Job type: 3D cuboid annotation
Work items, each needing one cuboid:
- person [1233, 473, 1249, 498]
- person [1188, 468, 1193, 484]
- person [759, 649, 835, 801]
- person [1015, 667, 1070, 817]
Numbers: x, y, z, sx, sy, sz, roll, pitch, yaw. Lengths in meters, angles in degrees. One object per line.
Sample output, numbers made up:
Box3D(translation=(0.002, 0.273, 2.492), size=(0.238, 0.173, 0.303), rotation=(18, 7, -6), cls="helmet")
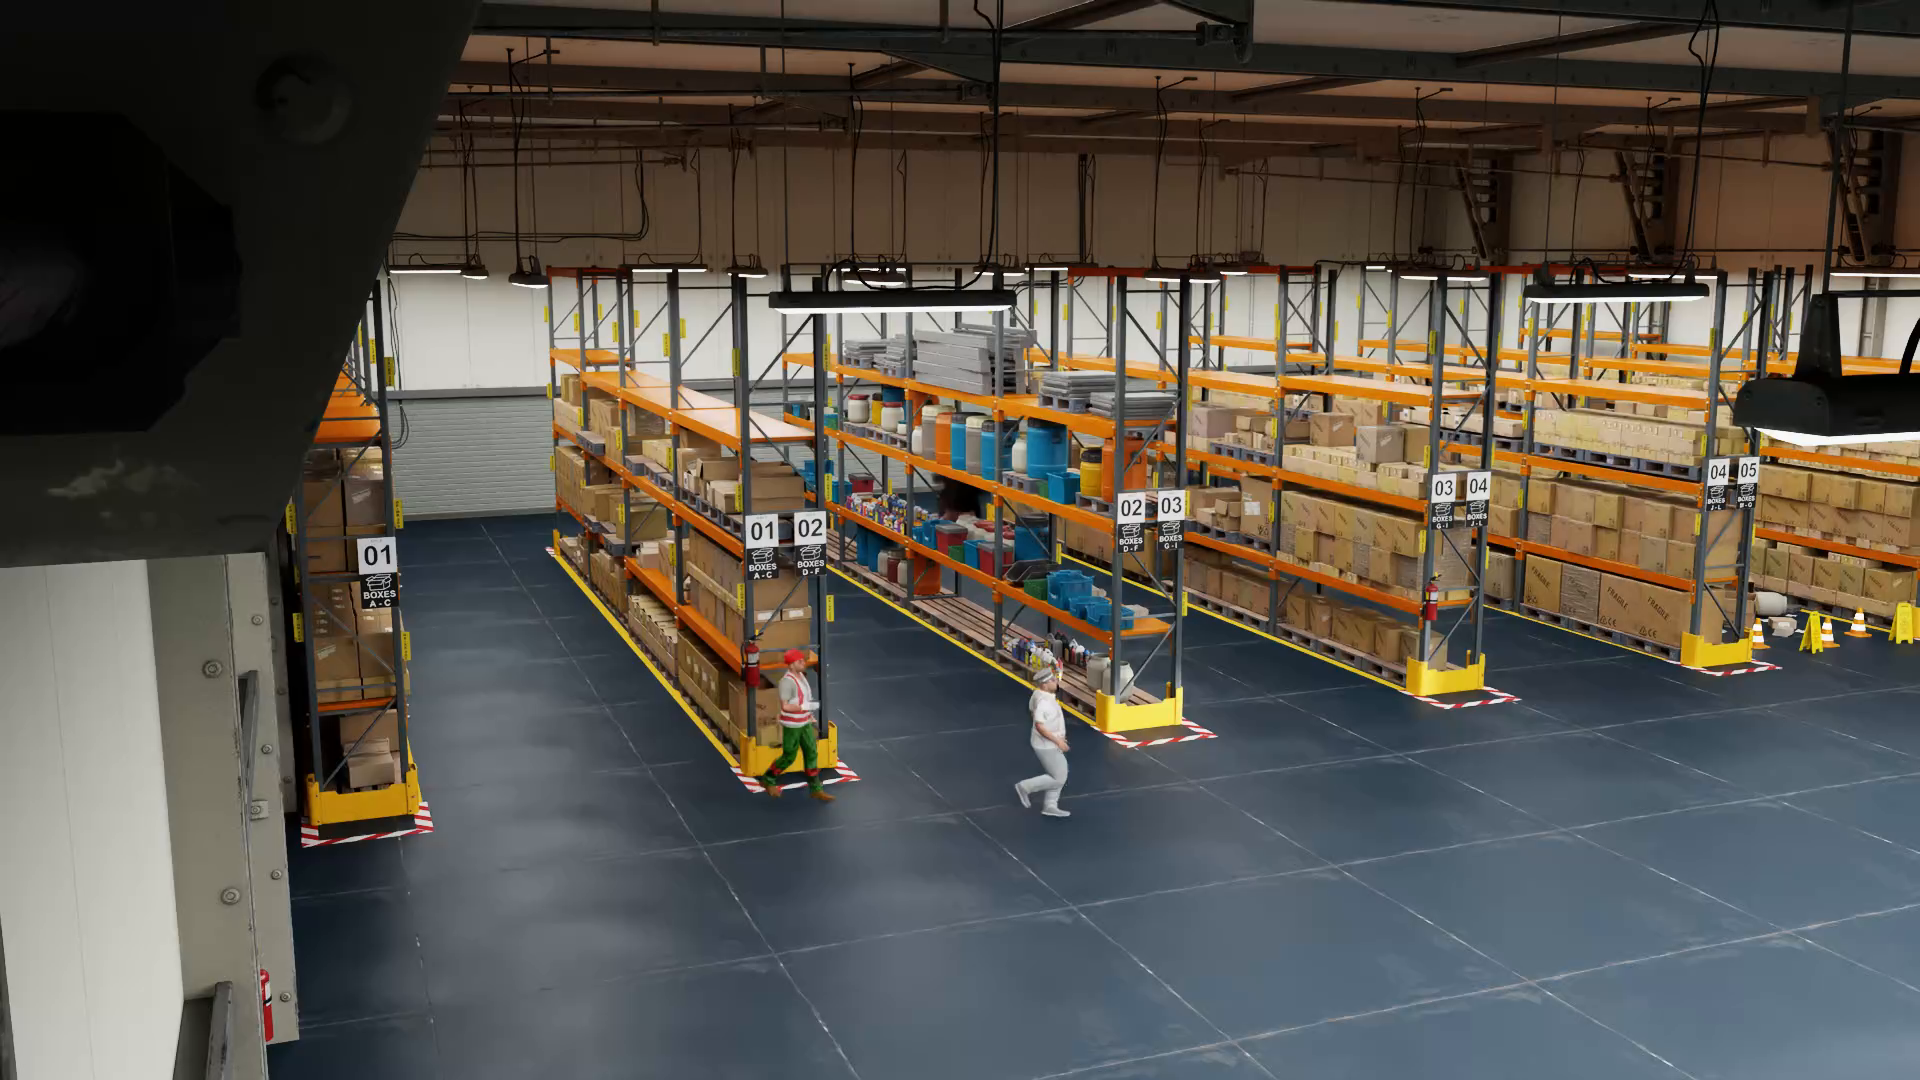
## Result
Box3D(translation=(5.924, -0.530, 34.583), size=(0.649, 1.727, 0.938), rotation=(-5, 11, -24), cls="person")
Box3D(translation=(5.587, -1.673, 41.613), size=(0.602, 1.604, 0.540), rotation=(9, 13, 41), cls="person")
Box3D(translation=(-1.896, 2.123, 19.135), size=(0.897, 1.781, 0.644), rotation=(3, 10, 18), cls="person")
Box3D(translation=(0.928, 2.273, 18.666), size=(0.644, 1.748, 0.669), rotation=(0, 10, -2), cls="person")
